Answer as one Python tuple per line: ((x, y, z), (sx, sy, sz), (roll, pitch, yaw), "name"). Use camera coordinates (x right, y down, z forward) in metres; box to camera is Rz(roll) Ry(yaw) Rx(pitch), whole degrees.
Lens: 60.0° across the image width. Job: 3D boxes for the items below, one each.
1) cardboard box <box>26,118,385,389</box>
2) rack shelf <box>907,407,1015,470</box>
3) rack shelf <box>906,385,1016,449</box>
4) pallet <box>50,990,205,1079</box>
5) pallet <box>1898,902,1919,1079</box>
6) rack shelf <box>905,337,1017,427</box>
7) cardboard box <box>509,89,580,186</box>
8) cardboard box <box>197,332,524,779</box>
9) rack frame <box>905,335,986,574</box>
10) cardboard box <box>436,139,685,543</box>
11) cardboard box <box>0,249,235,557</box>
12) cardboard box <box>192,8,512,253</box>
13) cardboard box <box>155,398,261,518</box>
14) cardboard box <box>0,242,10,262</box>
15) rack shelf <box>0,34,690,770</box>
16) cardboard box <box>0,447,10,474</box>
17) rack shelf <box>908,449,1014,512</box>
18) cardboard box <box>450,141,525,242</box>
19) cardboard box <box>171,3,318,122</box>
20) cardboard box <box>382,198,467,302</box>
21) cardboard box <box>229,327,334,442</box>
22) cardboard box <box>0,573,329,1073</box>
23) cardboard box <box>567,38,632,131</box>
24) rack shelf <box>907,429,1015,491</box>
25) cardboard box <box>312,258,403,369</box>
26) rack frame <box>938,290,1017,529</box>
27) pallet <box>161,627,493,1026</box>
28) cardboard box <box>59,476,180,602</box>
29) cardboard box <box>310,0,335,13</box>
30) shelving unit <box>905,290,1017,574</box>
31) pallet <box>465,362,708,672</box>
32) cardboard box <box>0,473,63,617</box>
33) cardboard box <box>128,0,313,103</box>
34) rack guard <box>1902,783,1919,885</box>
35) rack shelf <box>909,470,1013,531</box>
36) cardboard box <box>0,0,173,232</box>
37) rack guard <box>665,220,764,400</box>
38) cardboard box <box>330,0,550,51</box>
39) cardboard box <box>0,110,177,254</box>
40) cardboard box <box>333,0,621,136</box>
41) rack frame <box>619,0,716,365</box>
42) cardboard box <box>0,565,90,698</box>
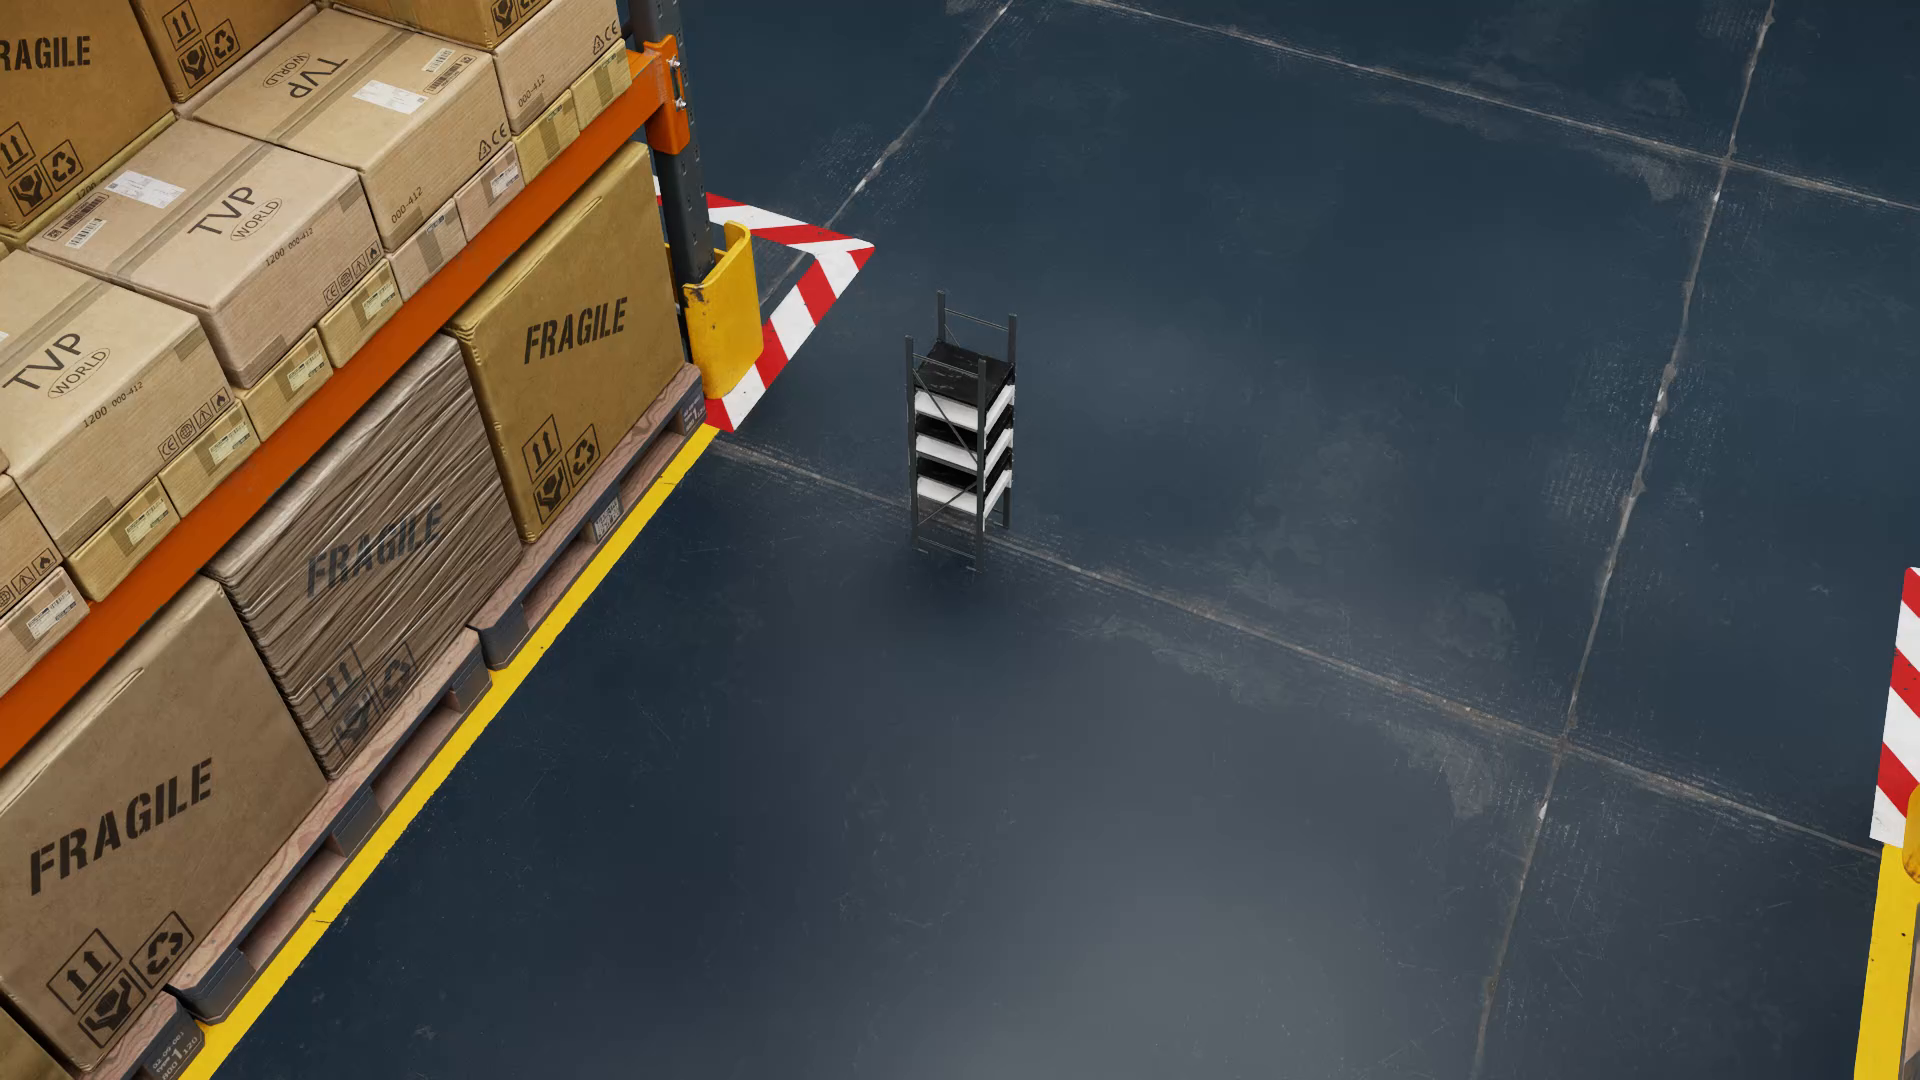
((-1.678, -0.653, 3.739), (0.500, 0.250, 0.500), (18, 52, 15), "cardboard box")
((0.003, -0.334, 4.869), (0.258, 0.077, 0.200), (20, 52, 16), "rack shelf")
((0.003, -0.392, 4.800), (0.258, 0.077, 0.200), (20, 52, 16), "rack shelf")
((-2.590, 1.435, 3.890), (1.003, 0.211, 1.213), (20, 52, 16), "pallet")
((2.753, 1.462, 3.867), (1.003, 0.211, 1.213), (20, 52, 16), "pallet")
((0.003, -0.451, 4.732), (0.258, 0.077, 0.200), (20, 52, 16), "rack shelf")
((-1.241, -1.112, 4.391), (0.380, 0.149, 0.250), (20, 53, 16), "cardboard box")
((-1.867, -0.079, 4.467), (0.875, 0.875, 0.875), (20, 52, 16), "cardboard box")
((-0.040, -0.227, 4.852), (0.240, 0.900, 0.006), (20, 52, 16), "rack frame")
((-1.478, -0.706, 5.000), (0.875, 0.875, 0.875), (20, 52, 16), "cardboard box")
((-1.897, -0.293, 3.433), (0.500, 0.250, 0.500), (20, 52, 16), "cardboard box")
((-1.461, -1.004, 4.038), (0.500, 0.250, 0.500), (19, 52, 15), "cardboard box")
((-1.785, -0.239, 3.648), (0.380, 0.149, 0.250), (21, 53, 17), "cardboard box")
((-2.378, -0.464, 3.579), (0.500, 0.250, 0.500), (19, 52, 15), "cardboard box")
((-2.131, -0.115, 3.850), (1.077, 0.370, 4.000), (20, 52, 16), "rack shelf")
((-2.115, -0.204, 2.865), (0.500, 0.500, 0.500), (18, 52, 15), "cardboard box")
((0.003, -0.217, 5.006), (0.258, 0.077, 0.200), (20, 52, 16), "rack shelf")
((-1.350, -0.938, 4.244), (0.380, 0.149, 0.250), (20, 52, 16), "cardboard box")
((-1.942, -1.170, 4.179), (0.500, 0.250, 0.500), (19, 52, 16), "cardboard box")
((-1.457, -0.767, 4.098), (0.380, 0.149, 0.250), (21, 53, 17), "cardboard box")
((-1.677, -0.409, 3.793), (0.380, 0.149, 0.250), (20, 52, 16), "cardboard box")
((-2.247, 0.534, 3.946), (0.875, 0.875, 0.875), (20, 52, 16), "cardboard box")
((-1.131, -1.291, 4.544), (0.380, 0.149, 0.250), (21, 53, 17), "cardboard box")
((0.003, -0.276, 4.937), (0.258, 0.077, 0.200), (20, 52, 16), "rack shelf")
((-1.566, -0.587, 3.945), (0.380, 0.149, 0.250), (19, 52, 15), "cardboard box")
((0.047, -0.367, 4.972), (0.240, 0.900, 0.006), (20, 52, 16), "rack frame")
((-2.070, 0.592, 4.608), (1.003, 0.211, 1.213), (20, 52, 16), "pallet")
((-1.894, -0.058, 3.495), (0.380, 0.149, 0.250), (18, 52, 15), "cardboard box")
((-1.726, -1.530, 4.486), (0.500, 0.250, 0.500), (19, 52, 15), "cardboard box")
((0.003, -0.297, 4.912), (0.258, 0.900, 0.210), (20, 52, 16), "shelving unit")
((-1.548, -0.245, 5.320), (1.003, 0.211, 1.213), (20, 52, 16), "pallet")
((-2.115, 0.044, 3.146), (0.500, 0.250, 0.500), (21, 53, 17), "cardboard box")
((-1.940, -1.429, 3.907), (0.500, 0.500, 0.500), (19, 52, 15), "cardboard box")
((3.132, 0.821, 4.223), (1.175, 0.500, 0.348), (20, 52, 16), "rack guard")
((0.003, -0.159, 5.075), (0.258, 0.077, 0.200), (20, 52, 16), "rack shelf")
((-2.156, -1.070, 3.602), (0.500, 0.500, 0.500), (19, 52, 15), "cardboard box")
((-1.267, -0.931, 5.714), (1.175, 0.500, 0.348), (20, 52, 16), "rack guard")
((-1.247, -1.595, 4.048), (0.500, 0.500, 0.500), (20, 53, 17), "cardboard box")
((-2.160, -0.825, 3.886), (0.500, 0.250, 0.500), (18, 52, 15), "cardboard box")
((-1.244, -1.353, 4.335), (0.500, 0.250, 0.500), (19, 52, 16), "cardboard box")
((-1.277, -1.725, 4.748), (1.000, 3.000, 0.127), (20, 52, 16), "rack frame")
((-2.005, 0.123, 3.341), (0.380, 0.149, 0.250), (20, 53, 16), "cardboard box")
